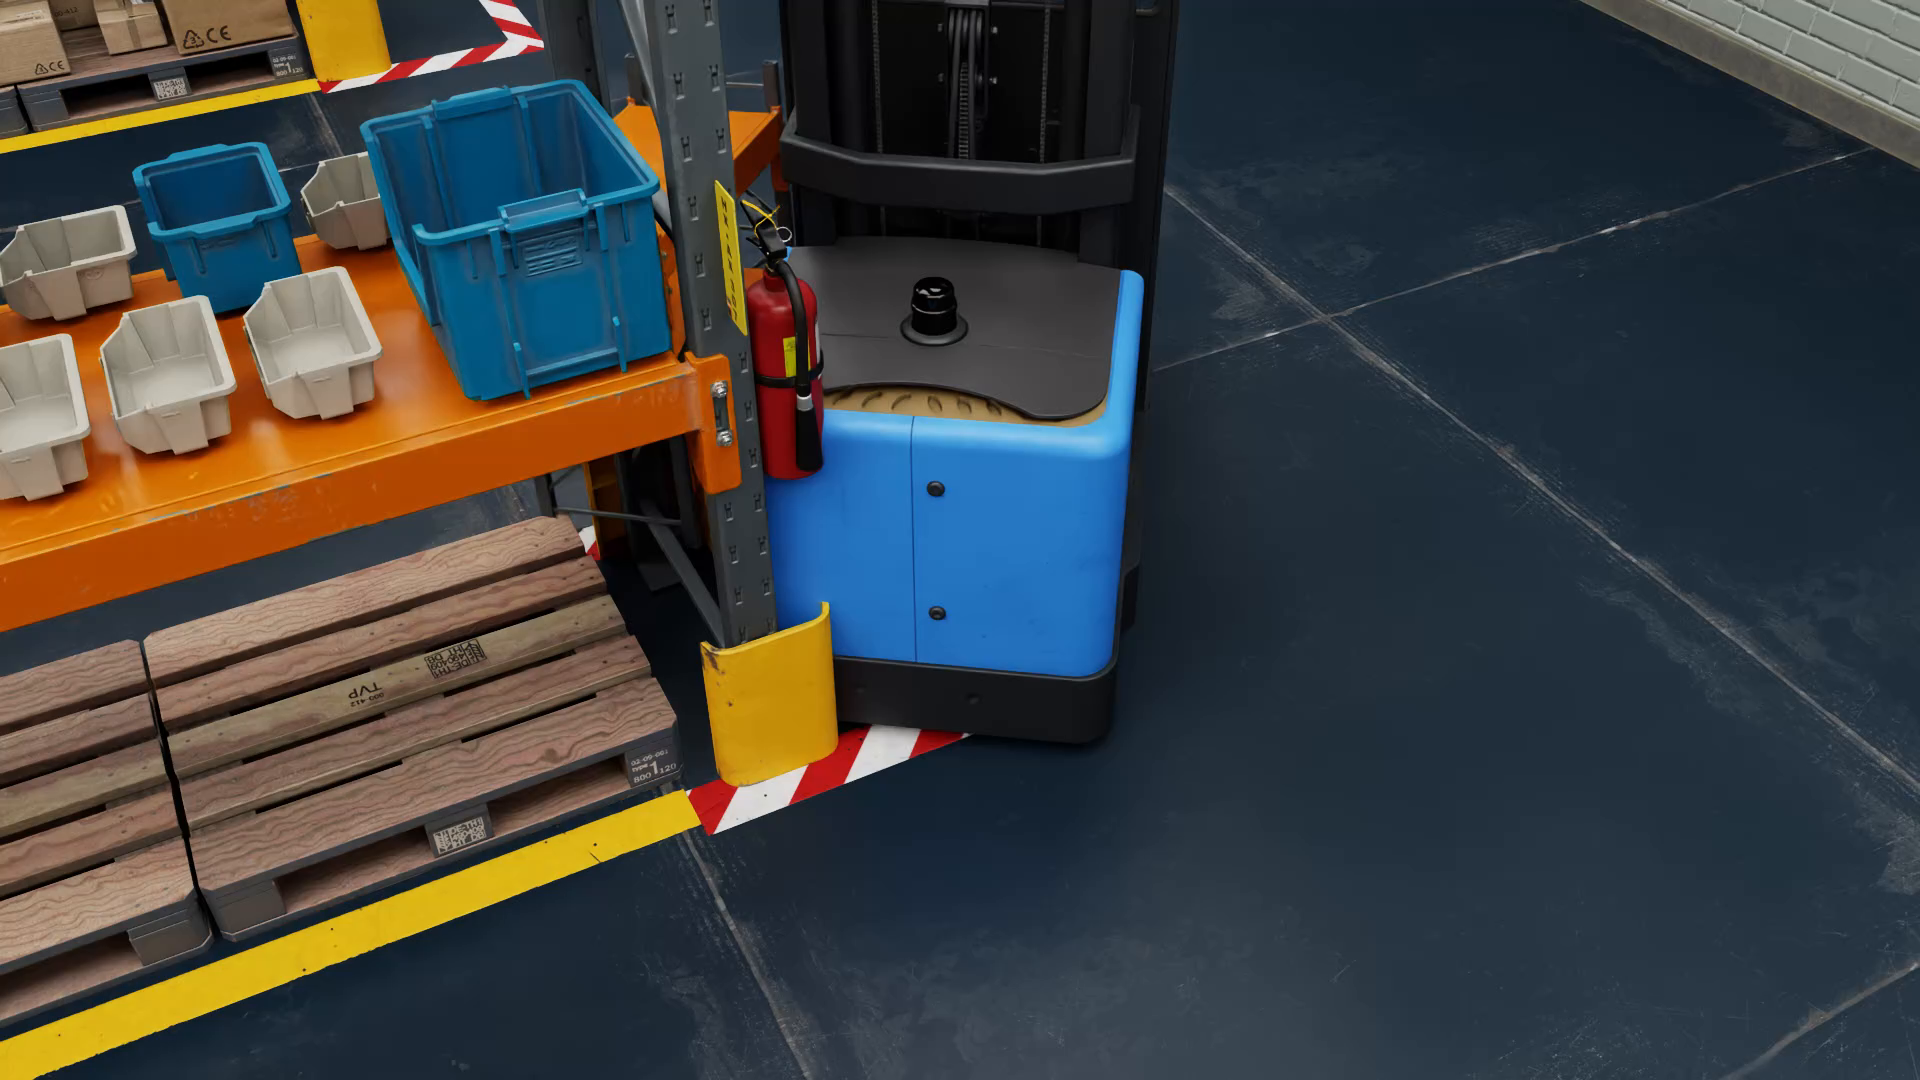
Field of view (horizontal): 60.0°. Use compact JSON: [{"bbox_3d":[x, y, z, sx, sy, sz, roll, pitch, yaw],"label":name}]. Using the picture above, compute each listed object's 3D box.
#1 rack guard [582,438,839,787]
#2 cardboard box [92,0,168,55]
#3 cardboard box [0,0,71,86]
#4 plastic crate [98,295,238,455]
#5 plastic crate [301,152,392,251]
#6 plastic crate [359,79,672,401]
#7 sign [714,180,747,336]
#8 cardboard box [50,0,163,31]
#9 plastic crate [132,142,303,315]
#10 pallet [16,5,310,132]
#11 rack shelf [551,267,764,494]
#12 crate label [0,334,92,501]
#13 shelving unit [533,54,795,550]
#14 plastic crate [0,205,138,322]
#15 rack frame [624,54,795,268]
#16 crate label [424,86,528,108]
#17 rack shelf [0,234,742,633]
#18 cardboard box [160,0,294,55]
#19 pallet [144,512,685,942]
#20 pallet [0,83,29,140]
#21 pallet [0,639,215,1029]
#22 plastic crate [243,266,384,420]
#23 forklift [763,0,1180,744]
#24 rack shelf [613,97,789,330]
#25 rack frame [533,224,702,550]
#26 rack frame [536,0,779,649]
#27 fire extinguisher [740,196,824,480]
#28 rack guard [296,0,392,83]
[{"bbox_3d":[-0.735,0.102,4.743,0.348,0.500,1.175,-19,44,-21],"label":"rack guard"},{"bbox_3d":[-3.804,-2.391,7.606,0.250,0.166,0.380,-19,44,-21],"label":"cardboard box"},{"bbox_3d":[-4.260,-2.226,7.346,0.500,0.250,0.500,-19,44,-21],"label":"cardboard box"},{"bbox_3d":[-1.653,-0.335,3.482,0.243,0.136,0.396,-19,44,-21],"label":"plastic crate"},{"bbox_3d":[-1.444,-0.827,4.063,0.298,0.136,0.250,-19,44,-21],"label":"plastic crate"},{"bbox_3d":[-0.961,-0.667,3.643,0.499,0.435,0.616,-19,44,-21],"label":"plastic crate"},{"bbox_3d":[-0.481,-0.590,3.499,0.005,0.325,0.100,-19,44,-21],"label":"sign"},{"bbox_3d":[-4.091,-2.647,7.843,0.500,0.250,0.500,-19,44,-21],"label":"cardboard box"},{"bbox_3d":[-1.705,-0.715,3.857,0.300,0.233,0.416,-19,44,-21],"label":"plastic crate"},{"bbox_3d":[-3.809,-2.352,7.865,1.213,0.211,1.003,-19,44,-21],"label":"pallet"},{"bbox_3d":[-0.905,-0.552,5.232,0.538,0.278,1.000,6,35,12],"label":"rack shelf"},{"bbox_3d":[-1.889,-0.238,3.367,0.243,0.136,0.396,-19,44,-21],"label":"crate label"},{"bbox_3d":[-0.913,-0.753,5.094,0.538,1.125,1.048,6,35,12],"label":"shelving unit"},{"bbox_3d":[-2.045,-0.624,3.824,0.298,0.136,0.250,-19,44,-21],"label":"plastic crate"},{"bbox_3d":[-0.791,-1.036,5.499,0.500,1.125,0.032,6,35,12],"label":"rack frame"},{"bbox_3d":[-1.121,-0.912,4.089,0.303,0.233,0.416,-19,44,-21],"label":"crate label"},{"bbox_3d":[-2.524,0.034,3.445,4.000,0.370,1.077,-19,44,-21],"label":"rack shelf"},{"bbox_3d":[-3.403,-2.588,7.580,0.500,0.500,0.500,-19,44,-21],"label":"cardboard box"},{"bbox_3d":[-1.499,0.450,4.555,1.213,0.211,1.003,-19,44,-21],"label":"pallet"},{"bbox_3d":[-4.889,-1.990,7.438,1.213,0.211,1.003,-19,44,-21],"label":"pallet"},{"bbox_3d":[-2.580,0.812,4.128,1.213,0.211,1.003,-19,44,-21],"label":"pallet"},{"bbox_3d":[-1.390,-0.413,3.574,0.243,0.136,0.396,-19,44,-21],"label":"plastic crate"},{"bbox_3d":[0.083,-1.520,4.777,1.130,2.935,3.031,5,40,6],"label":"forklift"},{"bbox_3d":[-0.922,-0.995,4.929,0.538,0.278,1.000,6,35,12],"label":"rack shelf"},{"bbox_3d":[-1.034,-0.471,4.689,0.500,1.125,0.032,6,35,12],"label":"rack frame"},{"bbox_3d":[-0.750,-0.838,3.918,0.127,3.000,1.000,-19,44,-21],"label":"rack frame"},{"bbox_3d":[-0.406,-0.451,3.809,0.183,0.674,0.296,-19,44,-21],"label":"fire extinguisher"},{"bbox_3d":[-3.102,-2.701,8.054,0.348,0.500,1.175,-19,44,-21],"label":"rack guard"}]
